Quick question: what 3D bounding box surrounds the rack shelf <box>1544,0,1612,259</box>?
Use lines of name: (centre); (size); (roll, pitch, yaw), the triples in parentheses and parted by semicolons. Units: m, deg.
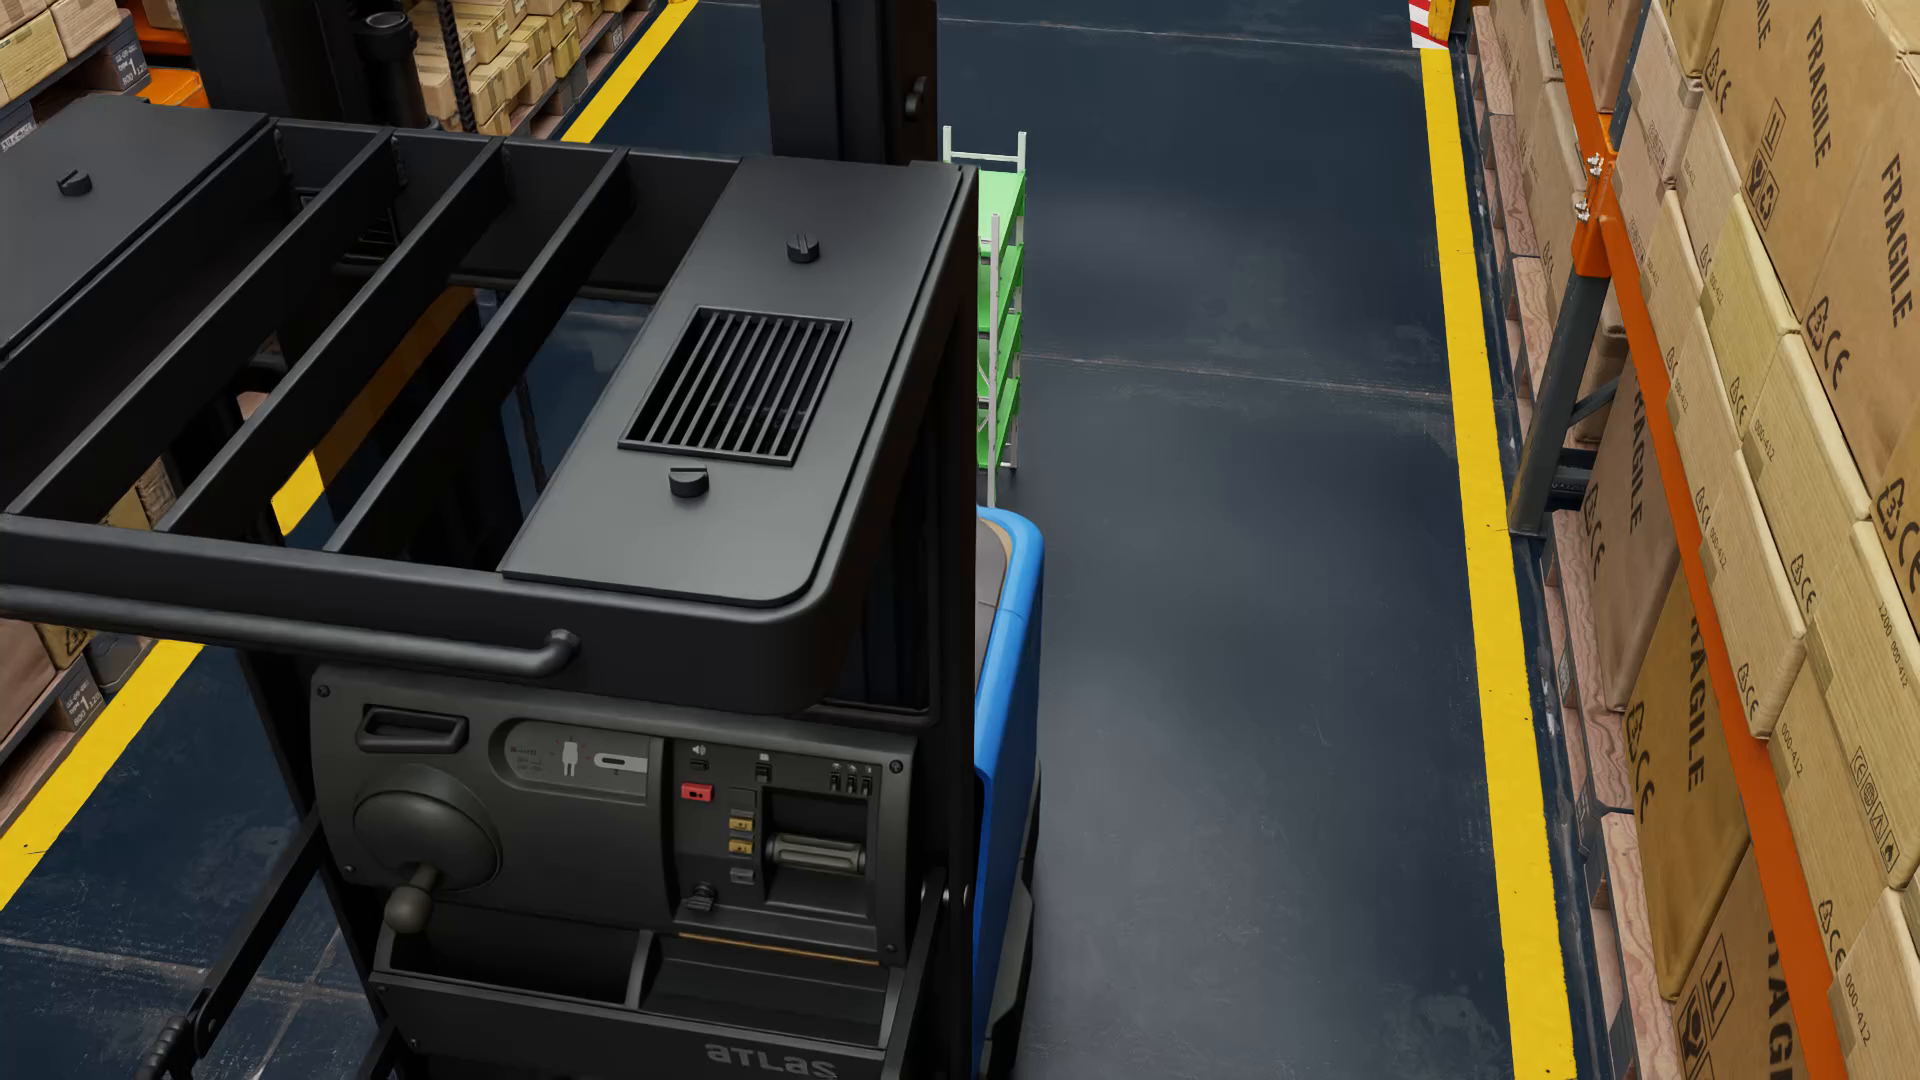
rack shelf: (2.587, -2.131, 6.038); (1.077, 0.370, 4.000); (6, 40, 8)

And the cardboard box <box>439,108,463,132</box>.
cardboard box: (-2.192, -1.671, 6.591); (0.380, 0.149, 0.250); (8, 40, 10)

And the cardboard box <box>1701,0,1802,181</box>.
cardboard box: (1.821, -1.011, 3.255); (0.500, 0.500, 0.500); (6, 40, 7)

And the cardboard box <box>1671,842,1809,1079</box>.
cardboard box: (1.909, 1.030, 2.988); (0.875, 0.875, 0.875); (7, 40, 8)

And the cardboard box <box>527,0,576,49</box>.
cardboard box: (-1.935, -2.309, 7.362); (0.380, 0.149, 0.250); (7, 40, 8)

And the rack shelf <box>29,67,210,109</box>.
rack shelf: (-2.998, -0.103, 3.586); (1.077, 0.370, 4.000); (6, 40, 8)

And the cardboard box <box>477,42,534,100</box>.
cardboard box: (-2.018, -1.974, 6.958); (0.380, 0.149, 0.250); (7, 40, 8)

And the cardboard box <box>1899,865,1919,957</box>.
cardboard box: (1.467, 0.568, 1.935); (0.500, 0.250, 0.500); (5, 40, 7)

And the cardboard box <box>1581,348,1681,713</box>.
cardboard box: (2.212, -0.099, 4.353); (0.875, 0.875, 0.875); (8, 40, 9)

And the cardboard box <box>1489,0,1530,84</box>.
cardboard box: (2.917, -2.413, 7.496); (0.875, 0.438, 0.875); (5, 40, 6)

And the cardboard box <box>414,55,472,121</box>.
cardboard box: (-2.140, -1.769, 6.476); (0.380, 0.149, 0.250); (7, 40, 9)

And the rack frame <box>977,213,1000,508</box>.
rack frame: (-0.014, -0.413, 4.808); (0.240, 1.200, 0.015); (6, 40, 8)

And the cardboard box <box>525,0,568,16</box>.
cardboard box: (-1.920, -2.420, 7.264); (0.380, 0.149, 0.250); (8, 40, 9)

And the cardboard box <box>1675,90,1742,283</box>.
cardboard box: (1.825, -0.713, 3.484); (0.500, 0.250, 0.500); (7, 40, 8)

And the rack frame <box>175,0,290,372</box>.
rack frame: (-2.652, -1.636, 4.875); (1.000, 3.000, 0.127); (6, 40, 8)

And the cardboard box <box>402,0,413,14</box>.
cardboard box: (-2.593, -2.319, 7.142); (0.380, 0.149, 0.250); (7, 40, 8)

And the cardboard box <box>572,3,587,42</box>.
cardboard box: (-1.951, -2.371, 7.671); (0.380, 0.149, 0.250); (7, 40, 8)

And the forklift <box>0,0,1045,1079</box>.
forklift: (-0.565, 0.507, 2.337); (1.130, 2.935, 3.031); (6, 40, 8)

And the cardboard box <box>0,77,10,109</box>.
cardboard box: (-2.615, -1.111, 4.107); (0.380, 0.149, 0.250); (6, 40, 8)

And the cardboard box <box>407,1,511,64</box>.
cardboard box: (-2.093, -2.100, 6.876); (0.380, 0.149, 0.250); (7, 40, 8)

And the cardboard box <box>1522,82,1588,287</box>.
cardboard box: (2.610, -1.272, 6.116); (0.875, 0.438, 0.875); (5, 40, 6)

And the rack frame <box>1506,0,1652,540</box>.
rack frame: (2.241, -1.153, 4.291); (1.000, 3.000, 0.127); (6, 40, 8)

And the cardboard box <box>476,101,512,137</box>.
cardboard box: (-2.088, -1.711, 6.873); (0.380, 0.149, 0.250); (5, 40, 6)

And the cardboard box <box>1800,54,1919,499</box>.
cardboard box: (1.648, -0.371, 2.481); (0.500, 0.500, 0.500); (6, 40, 7)

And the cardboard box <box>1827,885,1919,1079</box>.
cardboard box: (1.454, 0.746, 2.111); (0.500, 0.250, 0.500); (7, 40, 8)

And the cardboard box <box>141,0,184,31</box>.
cardboard box: (-2.281, -1.681, 5.126); (0.380, 0.149, 0.250); (8, 40, 9)

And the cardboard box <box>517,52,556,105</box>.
cardboard box: (-2.000, -2.034, 7.264); (0.380, 0.149, 0.250); (7, 40, 9)

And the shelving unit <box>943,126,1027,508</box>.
shelving unit: (0.029, -0.566, 4.993); (0.258, 1.200, 0.503); (6, 40, 8)

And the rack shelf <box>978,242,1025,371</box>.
rack shelf: (0.029, -0.702, 4.881); (0.258, 0.148, 0.480); (6, 40, 8)

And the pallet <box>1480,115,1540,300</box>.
pallet: (2.658, -1.315, 6.675); (1.003, 0.211, 1.213); (6, 40, 8)

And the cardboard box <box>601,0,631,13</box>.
cardboard box: (-1.790, -2.683, 8.049); (0.380, 0.149, 0.250); (8, 40, 9)

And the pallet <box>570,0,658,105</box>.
pallet: (-2.148, -2.518, 8.130); (1.003, 0.211, 1.213); (6, 40, 8)

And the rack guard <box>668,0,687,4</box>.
rack guard: (-1.973, -3.135, 8.650); (1.175, 0.500, 0.348); (6, 40, 8)

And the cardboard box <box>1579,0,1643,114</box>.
cardboard box: (2.069, -1.511, 4.645); (0.500, 0.500, 0.500); (7, 40, 8)

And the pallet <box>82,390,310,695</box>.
pallet: (-2.785, -0.072, 5.172); (1.003, 0.211, 1.213); (6, 40, 8)

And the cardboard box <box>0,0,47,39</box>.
cardboard box: (-2.571, -1.379, 4.197); (0.380, 0.149, 0.250); (7, 40, 8)

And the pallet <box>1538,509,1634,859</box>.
pallet: (2.182, 0.414, 4.584); (1.003, 0.211, 1.213); (6, 40, 8)

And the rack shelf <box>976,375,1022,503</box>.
rack shelf: (0.029, -0.332, 5.187); (0.258, 0.148, 0.480); (6, 40, 8)

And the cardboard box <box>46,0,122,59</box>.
cardboard box: (-2.526, -1.430, 4.493); (0.380, 0.149, 0.250); (6, 40, 7)

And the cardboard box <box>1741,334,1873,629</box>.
cardboard box: (1.626, -0.082, 2.720); (0.500, 0.250, 0.500); (5, 40, 6)

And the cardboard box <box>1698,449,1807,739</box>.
cardboard box: (1.617, 0.109, 2.882); (0.500, 0.250, 0.500); (6, 40, 7)

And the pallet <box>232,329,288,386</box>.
pallet: (-2.570, -0.987, 6.278); (1.003, 0.211, 1.213); (6, 40, 8)

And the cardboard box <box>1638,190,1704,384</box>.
cardboard box: (1.817, -0.524, 3.647); (0.500, 0.250, 0.500); (5, 40, 7)

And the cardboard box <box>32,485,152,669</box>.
cardboard box: (-2.621, -0.020, 4.552); (0.500, 0.500, 0.500); (6, 40, 7)
